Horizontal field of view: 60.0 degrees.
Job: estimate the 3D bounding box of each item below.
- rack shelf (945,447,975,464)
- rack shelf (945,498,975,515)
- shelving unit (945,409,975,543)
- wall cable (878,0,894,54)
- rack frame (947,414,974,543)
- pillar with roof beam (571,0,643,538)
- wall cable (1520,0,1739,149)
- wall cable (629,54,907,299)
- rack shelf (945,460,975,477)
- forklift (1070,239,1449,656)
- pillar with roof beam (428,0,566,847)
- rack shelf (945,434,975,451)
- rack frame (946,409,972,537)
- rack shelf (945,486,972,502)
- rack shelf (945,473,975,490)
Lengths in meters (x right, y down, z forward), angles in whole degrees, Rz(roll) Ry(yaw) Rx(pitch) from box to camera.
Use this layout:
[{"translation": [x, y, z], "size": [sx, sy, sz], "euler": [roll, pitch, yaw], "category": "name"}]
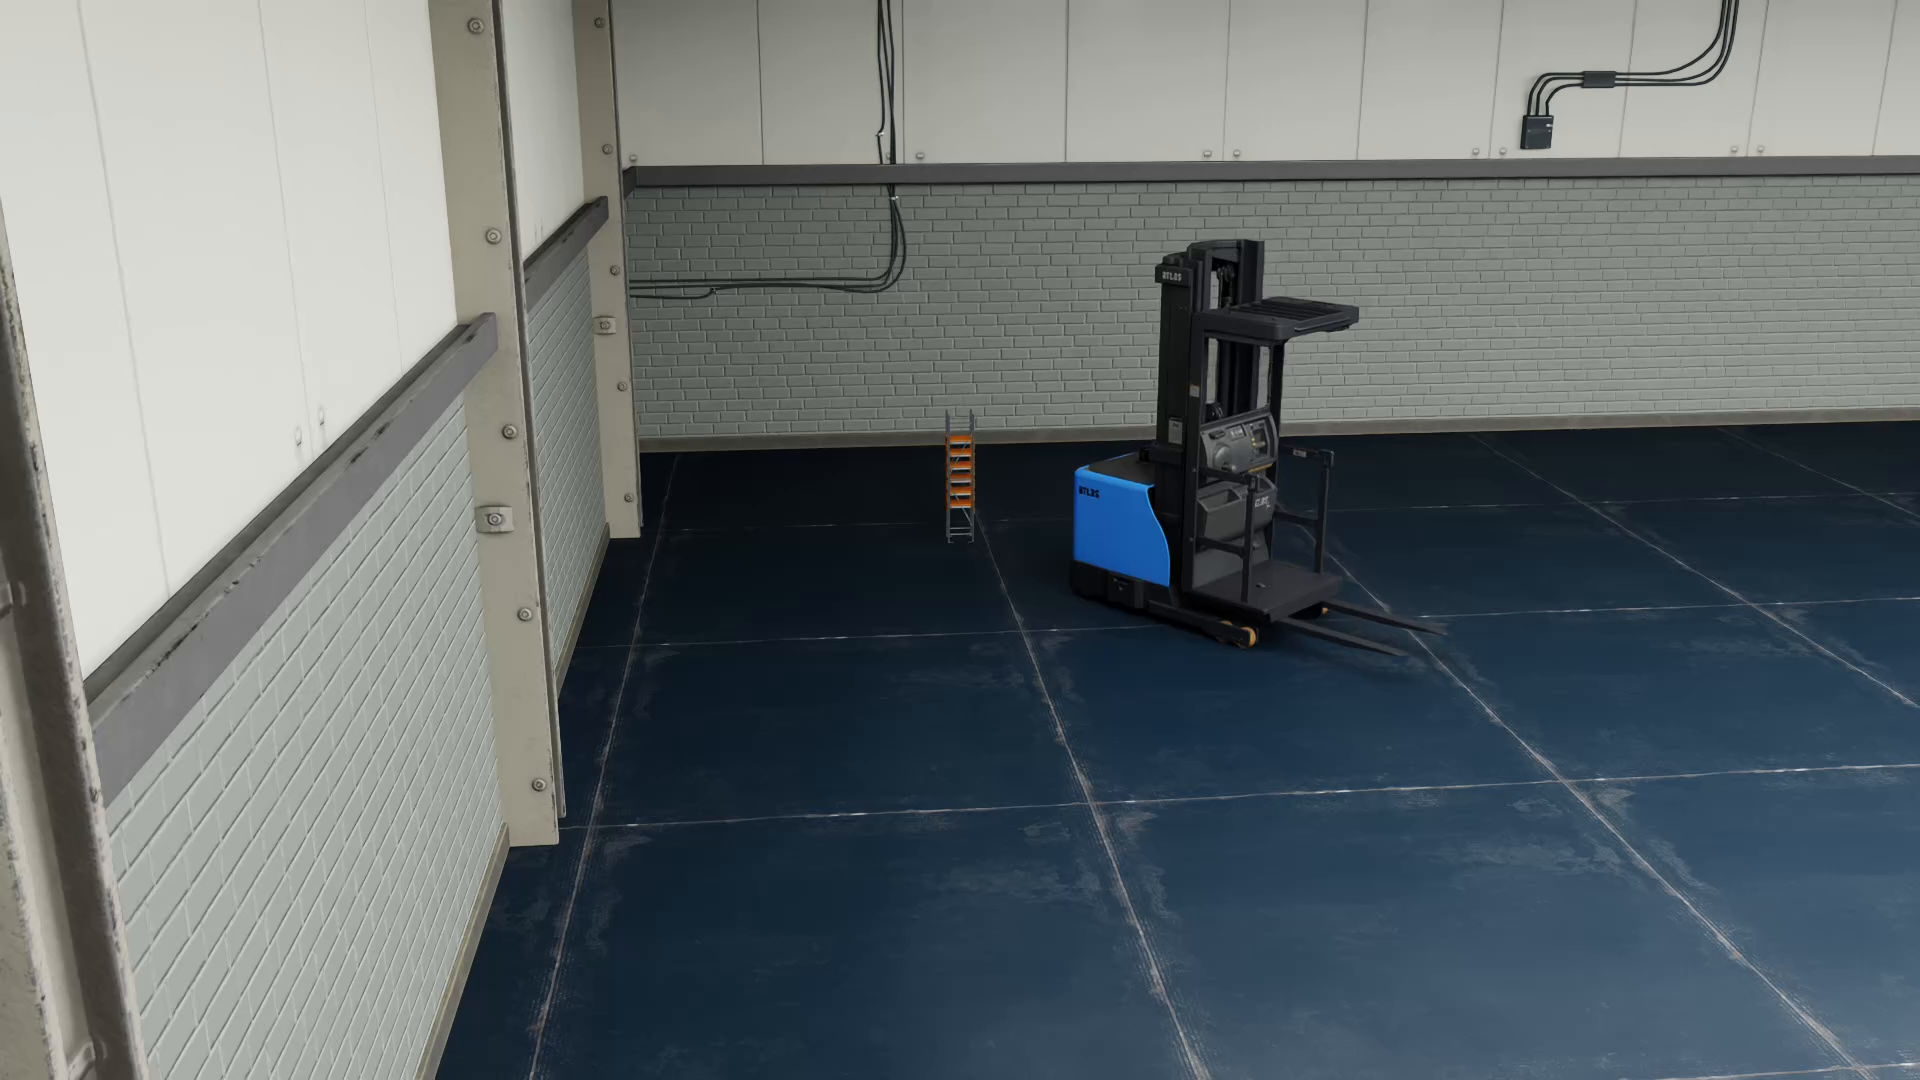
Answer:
[{"translation": [-0.001, -0.763, 15.025], "size": [0.258, 0.103, 0.180], "euler": [-2, 18, -6], "category": "rack shelf"}, {"translation": [-0.001, -0.305, 15.169], "size": [0.258, 0.103, 0.180], "euler": [-2, 18, -6], "category": "rack shelf"}, {"translation": [-0.001, -0.577, 15.084], "size": [0.258, 1.200, 0.189], "euler": [-2, 18, -6], "category": "shelving unit"}, {"translation": [0.579, -6.303, 17.056], "size": [3.097, 2.526, 0.112], "euler": [-2, 18, -6], "category": "wall cable"}, {"translation": [0.008, -0.550, 14.997], "size": [0.240, 1.200, 0.006], "euler": [-2, 18, -6], "category": "rack frame"}, {"translation": [1.158, -4.506, 14.579], "size": [9.100, 9.000, 0.400], "euler": [-2, 18, -6], "category": "pillar with roof beam"}, {"translation": [7.332, -7.203, 17.491], "size": [2.305, 6.003, 0.169], "euler": [-2, 18, -6], "category": "wall cable"}, {"translation": [-2.112, -3.810, 17.546], "size": [3.097, 2.526, 0.112], "euler": [-2, 18, -6], "category": "wall cable"}, {"translation": [-0.001, -0.649, 15.061], "size": [0.258, 0.103, 0.180], "euler": [-2, 18, -6], "category": "rack shelf"}, {"translation": [2.314, -0.749, 12.741], "size": [3.031, 2.935, 1.130], "euler": [16, 24, 42], "category": "forklift"}, {"translation": [1.777, -2.718, 8.885], "size": [9.100, 9.000, 0.400], "euler": [-2, 18, -6], "category": "pillar with roof beam"}, {"translation": [-0.001, -0.878, 14.989], "size": [0.258, 0.103, 0.180], "euler": [-2, 18, -6], "category": "rack shelf"}, {"translation": [-0.011, -0.604, 15.171], "size": [0.240, 1.200, 0.006], "euler": [-2, 18, -6], "category": "rack frame"}, {"translation": [-0.001, -0.420, 15.133], "size": [0.258, 0.103, 0.180], "euler": [-2, 18, -6], "category": "rack shelf"}, {"translation": [-0.001, -0.534, 15.097], "size": [0.258, 0.103, 0.180], "euler": [-2, 18, -6], "category": "rack shelf"}]
